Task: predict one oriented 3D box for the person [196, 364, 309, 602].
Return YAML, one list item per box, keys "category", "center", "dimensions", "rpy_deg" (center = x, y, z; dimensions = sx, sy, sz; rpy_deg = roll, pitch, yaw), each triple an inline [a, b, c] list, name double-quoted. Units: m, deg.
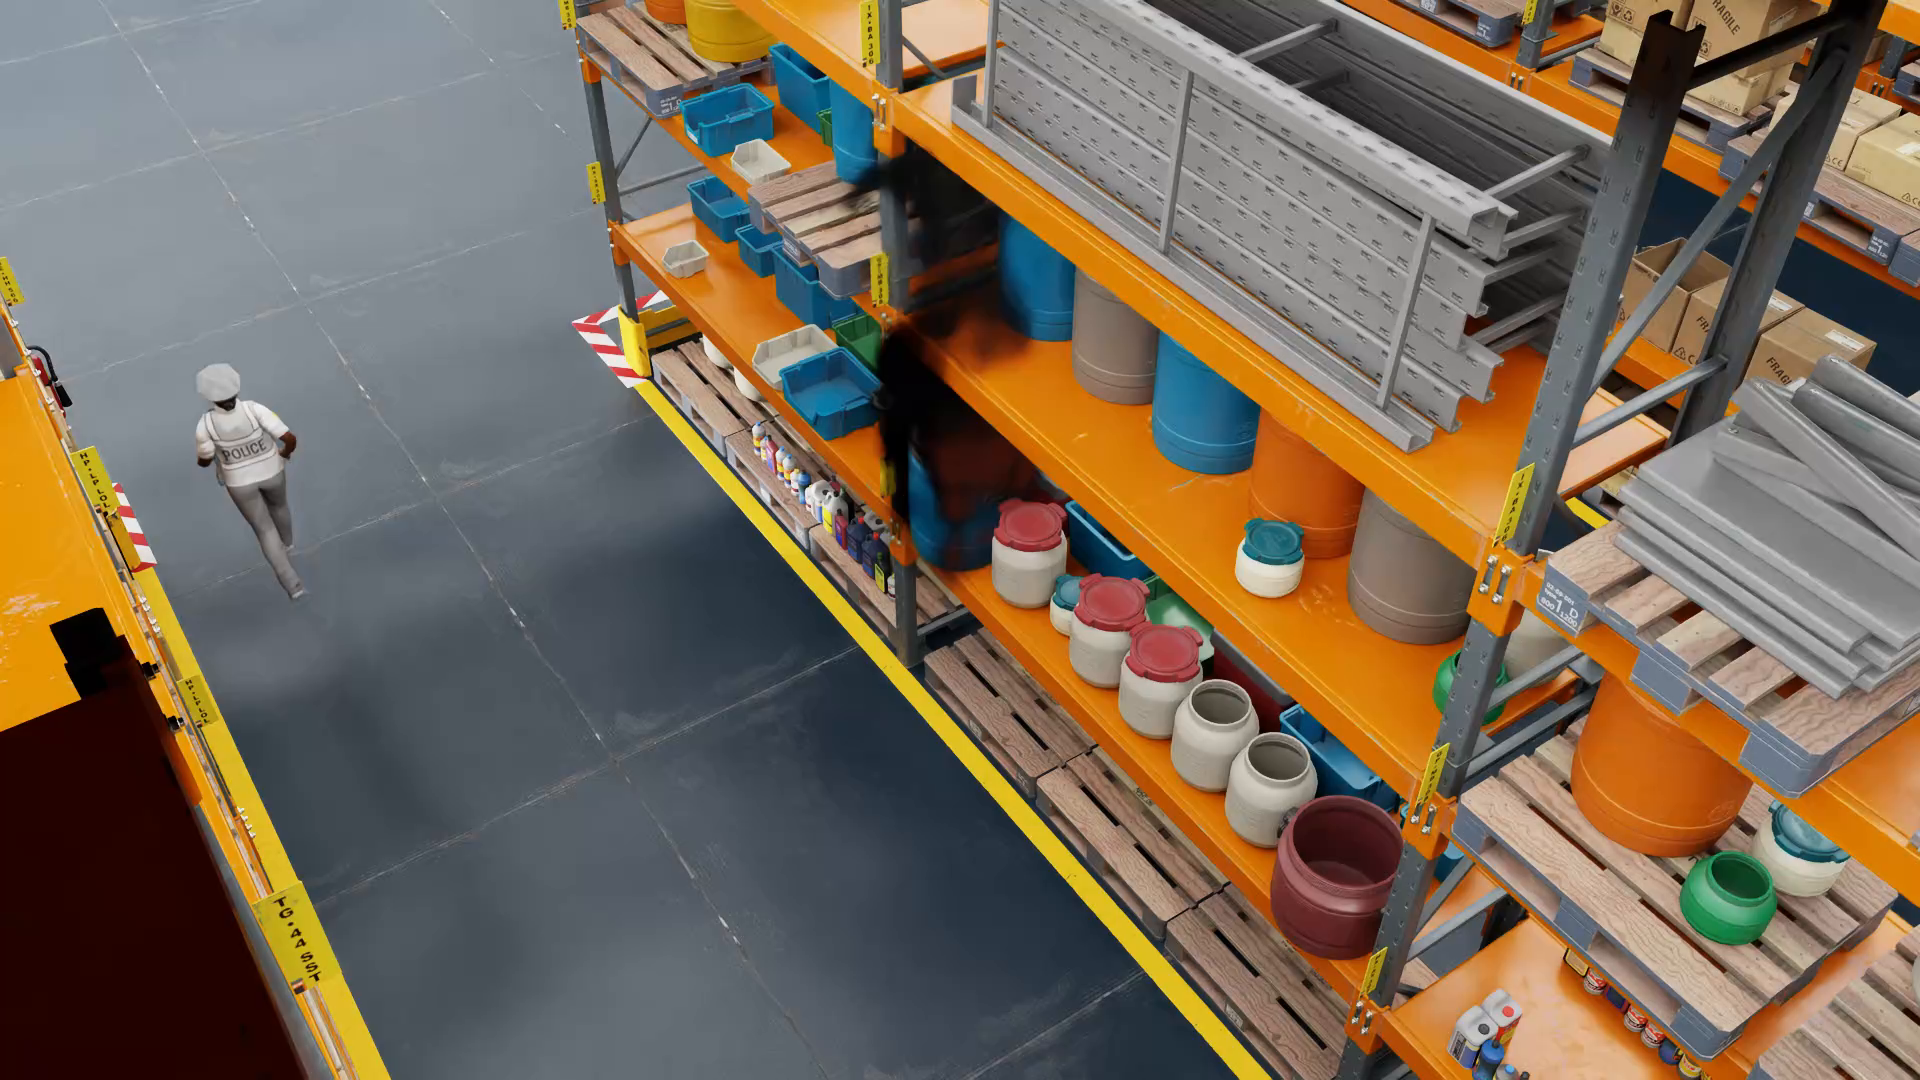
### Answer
- category: "person"
  center: [-4.483, -0.401, 10.573]
  dimensions: [0.578, 1.716, 0.856]
  rpy_deg: [-24, 48, -24]
